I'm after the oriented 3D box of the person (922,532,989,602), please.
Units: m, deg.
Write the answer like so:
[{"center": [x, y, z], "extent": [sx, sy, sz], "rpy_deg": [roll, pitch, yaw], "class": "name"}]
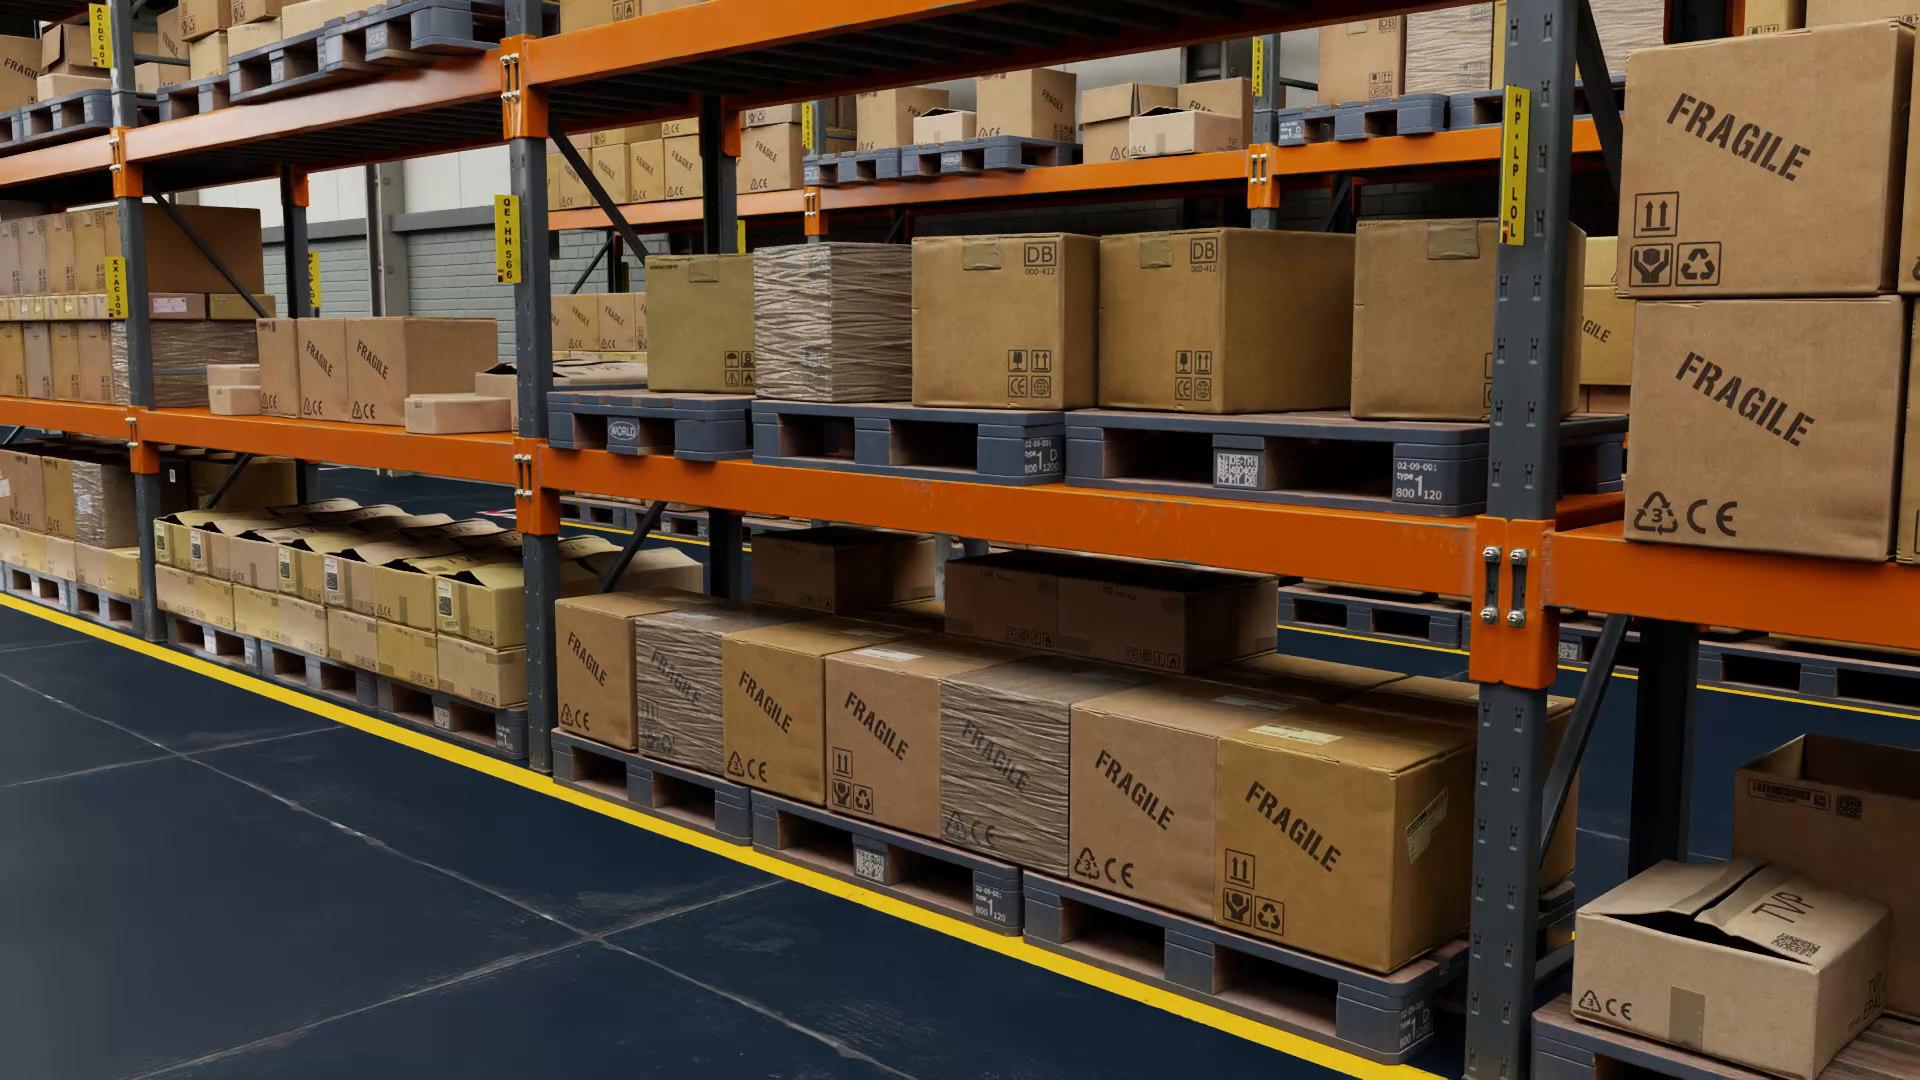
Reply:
[{"center": [-0.017, -0.197, 8.837], "extent": [0.516, 1.721, 0.666], "rpy_deg": [1, 7, 6], "class": "person"}]
